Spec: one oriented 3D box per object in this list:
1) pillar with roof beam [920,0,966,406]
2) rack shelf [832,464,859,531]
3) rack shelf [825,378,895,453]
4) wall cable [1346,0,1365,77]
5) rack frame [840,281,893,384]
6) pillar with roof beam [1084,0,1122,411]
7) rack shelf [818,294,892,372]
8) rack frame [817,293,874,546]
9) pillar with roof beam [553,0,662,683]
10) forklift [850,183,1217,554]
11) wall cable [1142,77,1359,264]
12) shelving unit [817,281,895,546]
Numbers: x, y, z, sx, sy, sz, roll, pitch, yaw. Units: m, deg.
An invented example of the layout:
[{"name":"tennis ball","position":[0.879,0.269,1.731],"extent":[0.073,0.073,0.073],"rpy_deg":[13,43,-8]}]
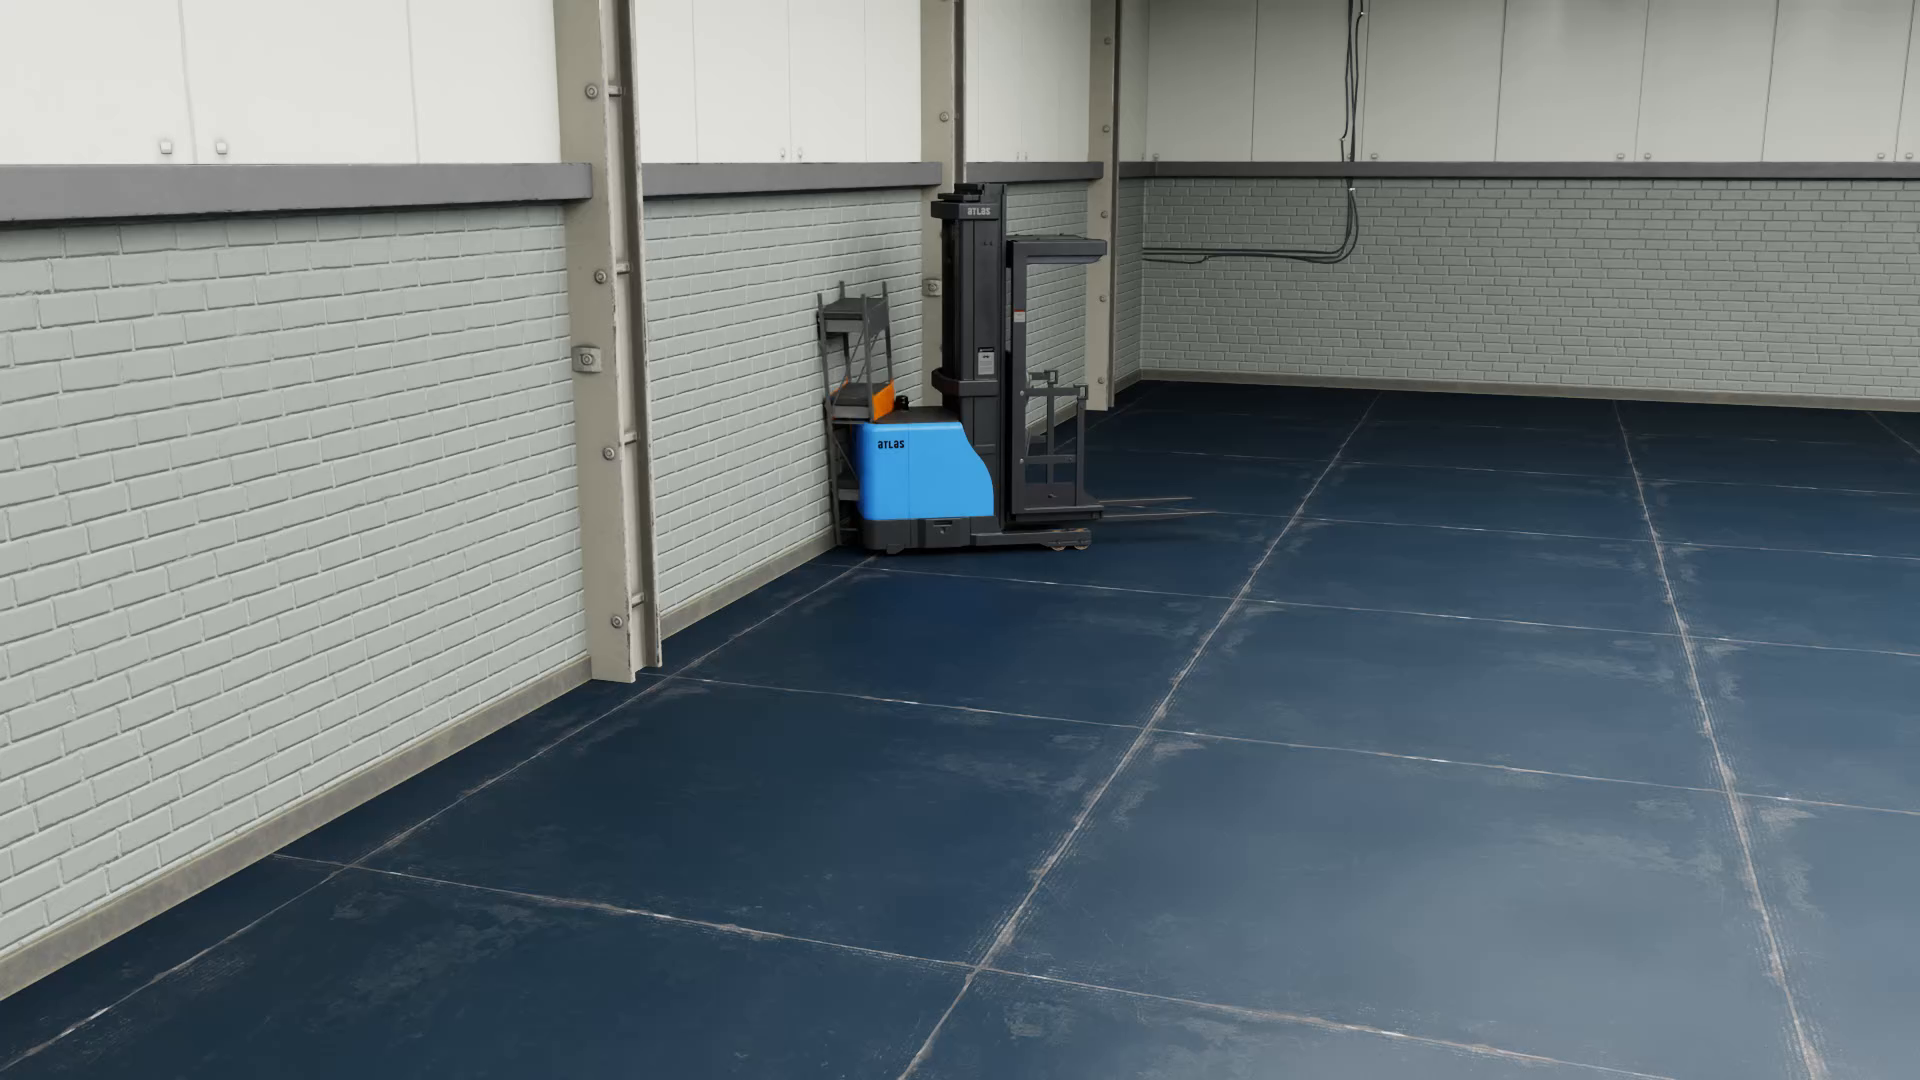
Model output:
[{"name":"pillar with roof beam","position":[3.924,-4.519,13.566],"extent":[9.100,9.000,0.400],"rpy_deg":[4,14,18]},{"name":"rack shelf","position":[-0.766,-0.346,13.782],"extent":[0.431,0.518,0.480],"rpy_deg":[3,21,17]},{"name":"rack shelf","position":[-0.801,-1.005,13.547],"extent":[0.431,0.518,0.480],"rpy_deg":[3,21,17]},{"name":"wall cable","position":[6.556,-7.371,21.689],"extent":[3.097,2.526,0.112],"rpy_deg":[4,14,18]},{"name":"rack frame","position":[-0.730,-1.099,13.760],"extent":[0.400,2.100,0.015],"rpy_deg":[3,21,17]},{"name":"pillar with roof beam","position":[5.865,-5.783,19.101],"extent":[9.100,9.000,0.400],"rpy_deg":[4,14,18]},{"name":"rack shelf","position":[-0.836,-1.663,13.312],"extent":[0.431,0.518,0.480],"rpy_deg":[3,21,17]},{"name":"rack frame","position":[-0.874,-0.936,13.324],"extent":[0.400,2.100,0.015],"rpy_deg":[3,21,17]},{"name":"pillar with roof beam","position":[1.982,-3.256,8.031],"extent":[9.100,9.000,0.400],"rpy_deg":[4,14,18]},{"name":"forklift","position":[0.619,-1.456,13.779],"extent":[3.031,2.935,1.130],"rpy_deg":[-2,13,-11]},{"name":"wall cable","position":[3.996,-5.104,23.105],"extent":[3.097,2.526,0.112],"rpy_deg":[4,14,18]},{"name":"shelving unit","position":[-0.802,-1.018,13.542],"extent":[0.431,2.100,0.503],"rpy_deg":[3,21,17]}]
